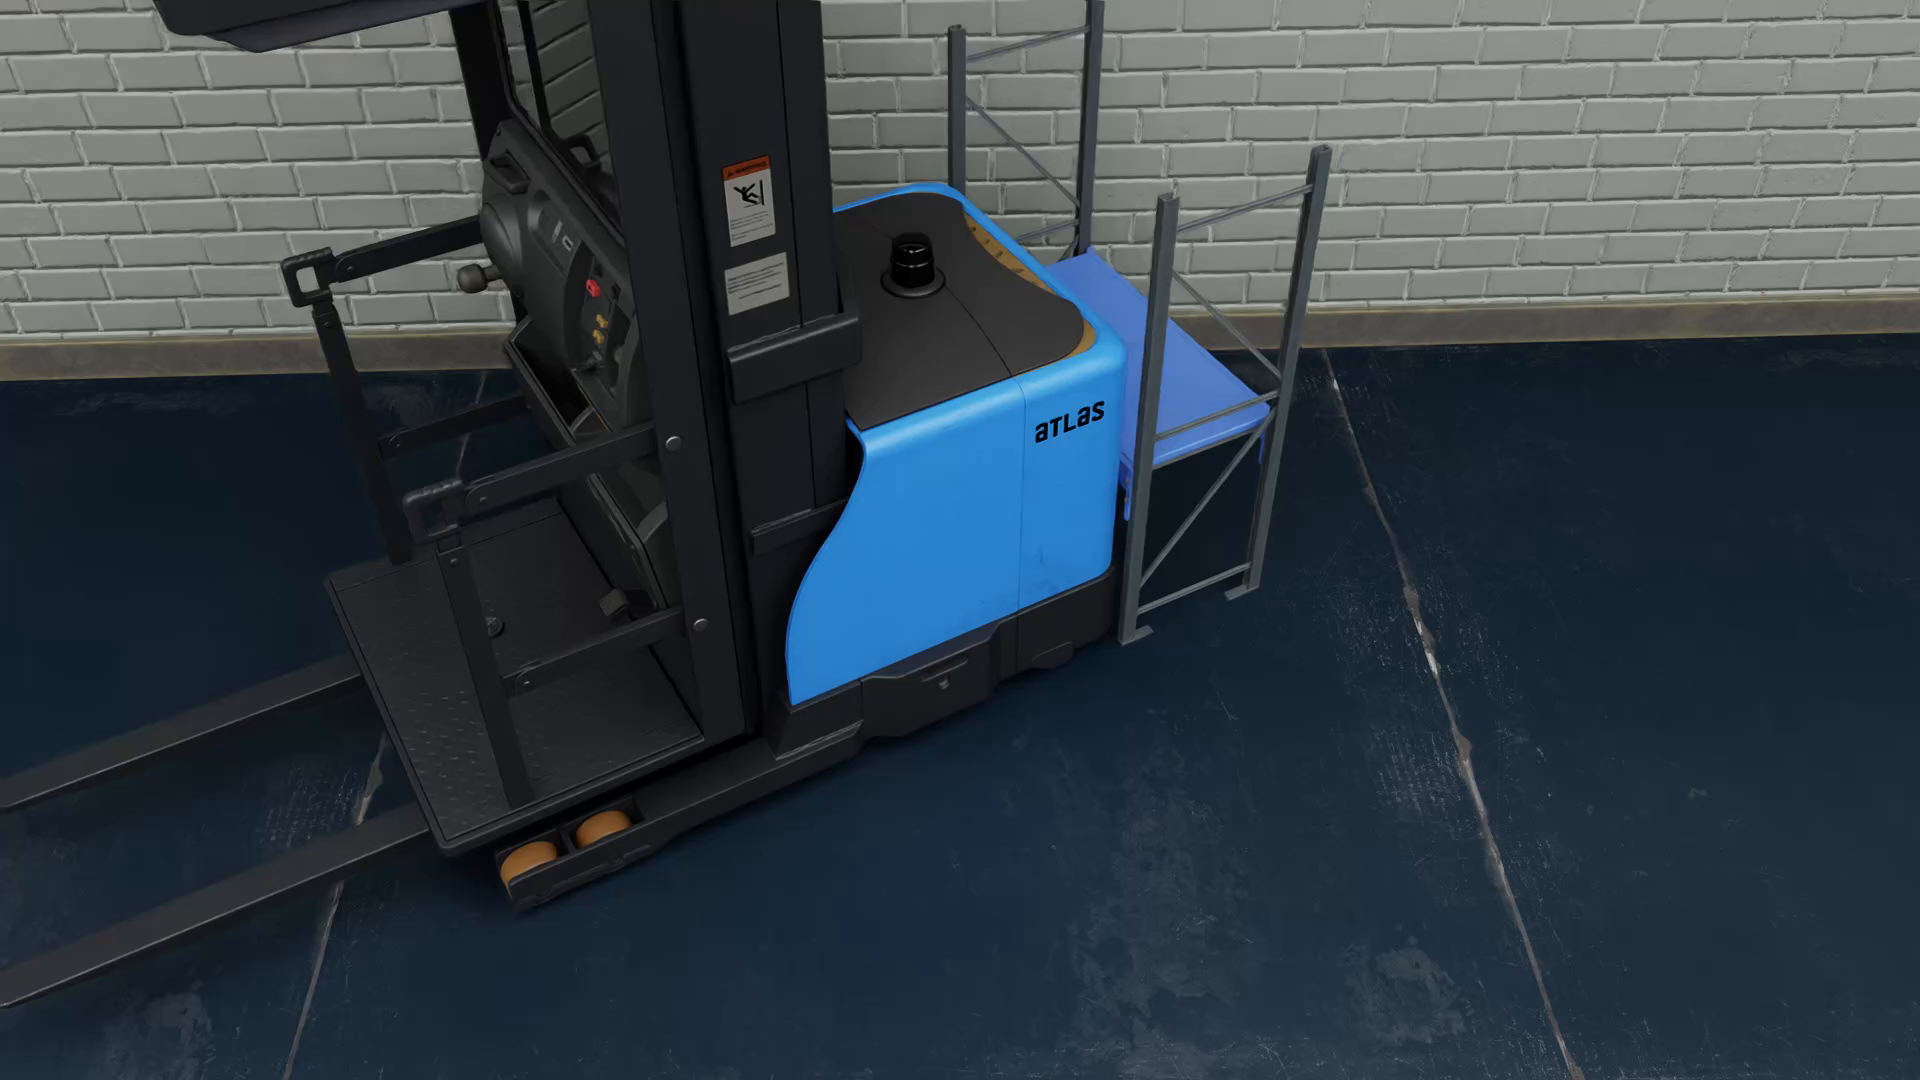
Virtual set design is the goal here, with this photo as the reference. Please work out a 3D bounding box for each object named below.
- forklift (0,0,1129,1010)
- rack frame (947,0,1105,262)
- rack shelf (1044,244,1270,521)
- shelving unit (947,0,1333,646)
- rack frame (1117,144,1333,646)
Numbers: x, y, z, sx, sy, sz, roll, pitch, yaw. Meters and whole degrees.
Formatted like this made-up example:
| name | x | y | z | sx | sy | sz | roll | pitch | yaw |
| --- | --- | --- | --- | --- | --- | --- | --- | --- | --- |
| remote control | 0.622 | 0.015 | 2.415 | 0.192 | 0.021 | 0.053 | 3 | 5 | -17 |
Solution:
| name | x | y | z | sx | sy | sz | roll | pitch | yaw |
| --- | --- | --- | --- | --- | --- | --- | --- | --- | --- |
| forklift | -1.086 | -0.562 | 3.694 | 3.031 | 2.935 | 1.130 | -22 | 47 | -22 |
| rack frame | 0.189 | -0.930 | 5.154 | 0.500 | 1.500 | 0.032 | -21 | 46 | -21 |
| rack shelf | 0.440 | -0.498 | 4.950 | 0.538 | 0.185 | 1.000 | -21 | 46 | -21 |
| shelving unit | 0.440 | -0.631 | 4.828 | 0.538 | 1.500 | 1.048 | -21 | 46 | -21 |
| rack frame | 0.690 | -0.332 | 4.502 | 0.500 | 1.500 | 0.032 | -21 | 46 | -21 |
